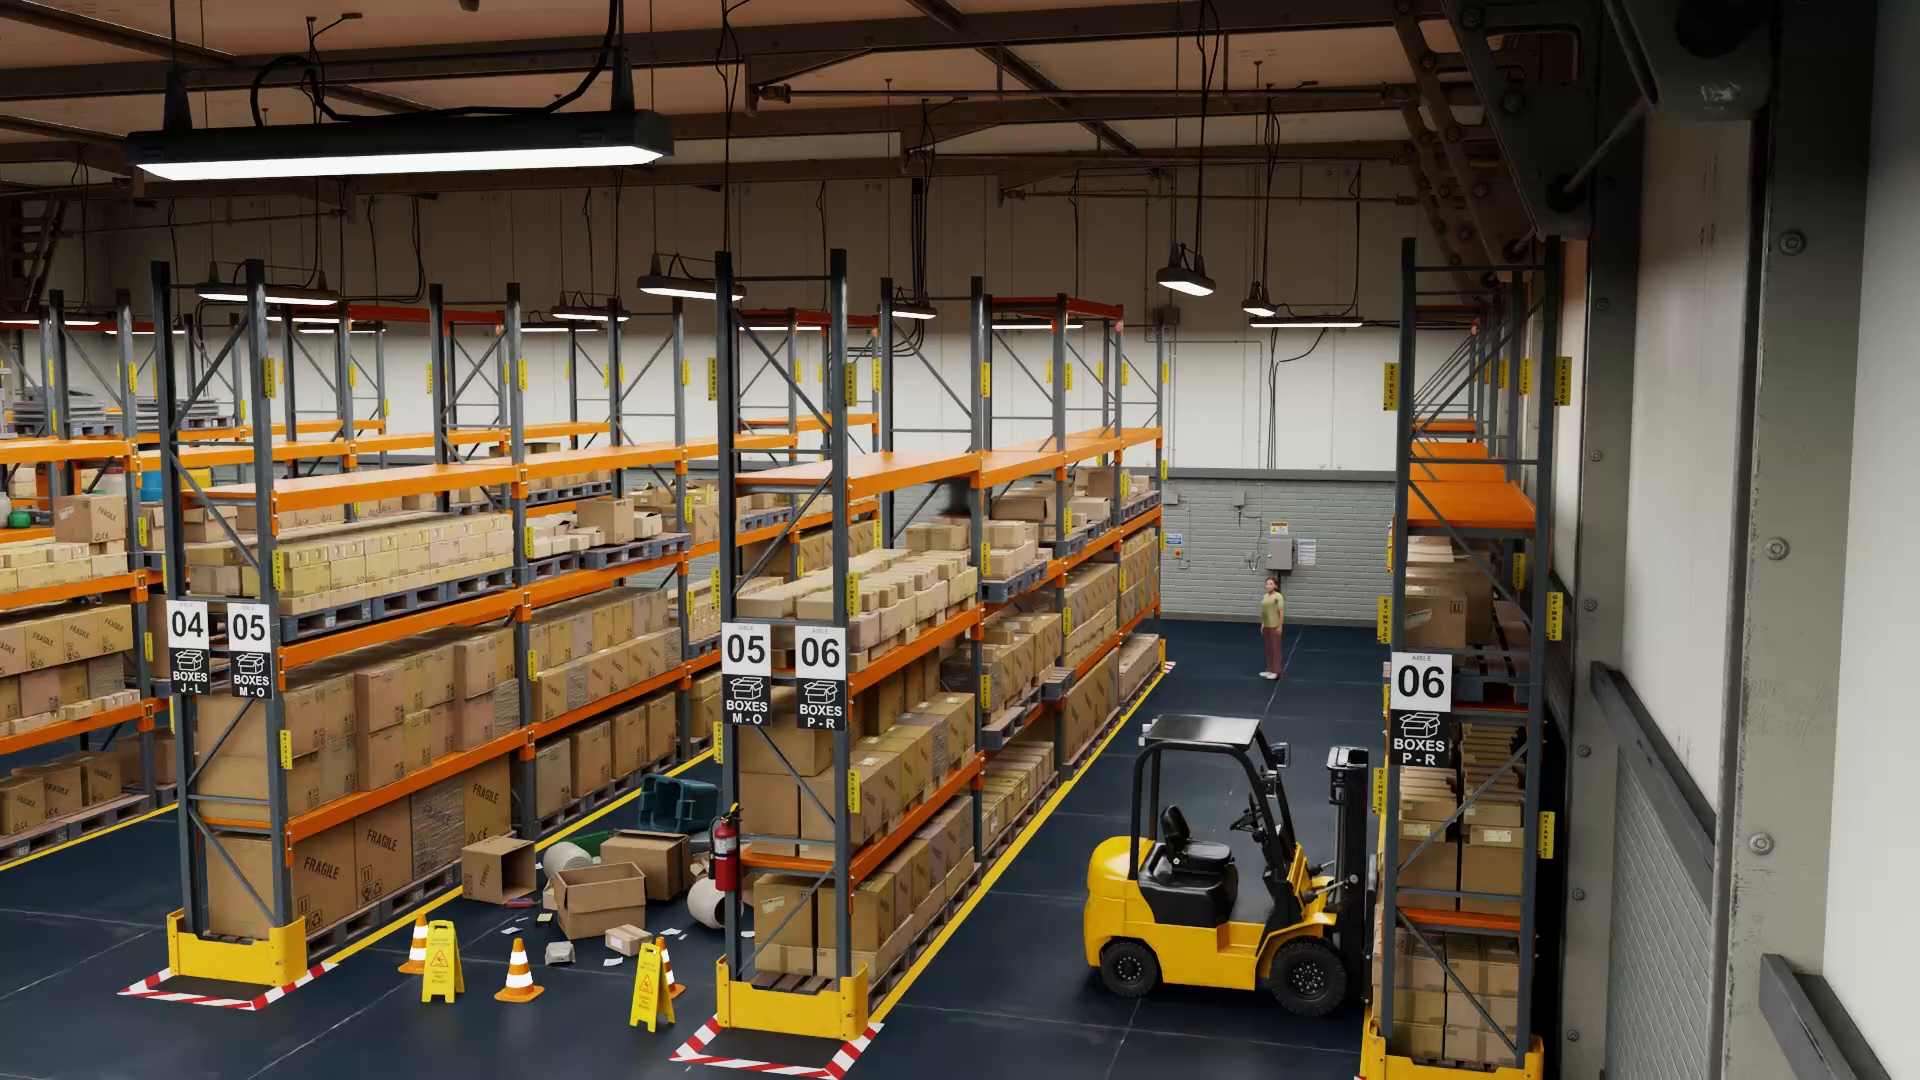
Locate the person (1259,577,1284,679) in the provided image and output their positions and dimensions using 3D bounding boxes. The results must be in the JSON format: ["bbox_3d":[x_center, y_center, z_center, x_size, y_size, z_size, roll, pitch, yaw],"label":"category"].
[{"bbox_3d":[5.146,1.440,27.389,0.323,1.669,0.497,-2,6,-18],"label":"person"}]
